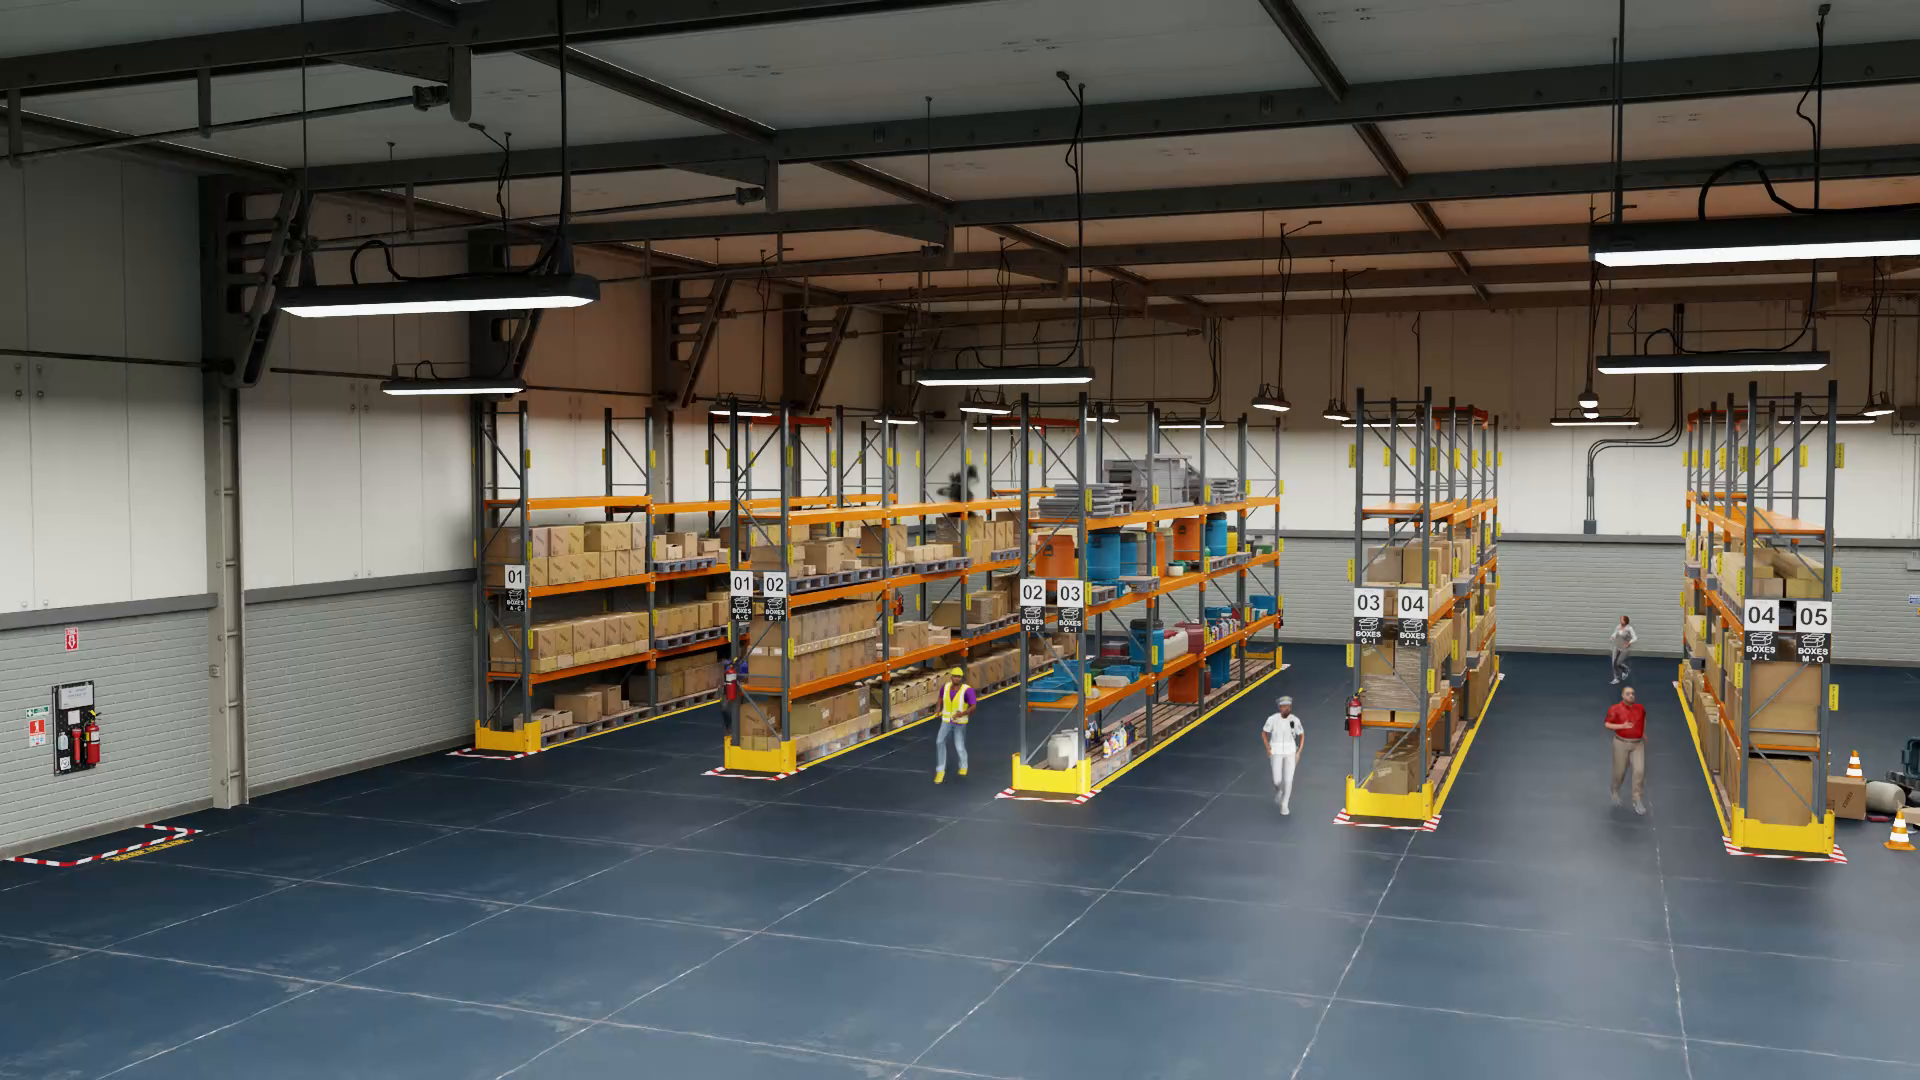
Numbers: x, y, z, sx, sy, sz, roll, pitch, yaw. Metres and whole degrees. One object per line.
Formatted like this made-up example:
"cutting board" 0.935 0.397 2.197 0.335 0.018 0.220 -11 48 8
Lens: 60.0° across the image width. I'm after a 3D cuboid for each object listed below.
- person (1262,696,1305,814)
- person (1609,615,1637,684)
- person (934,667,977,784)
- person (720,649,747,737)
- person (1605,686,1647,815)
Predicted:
"person" 4.586 3.036 23.579 0.606 1.667 0.508 0 3 10
"person" 14.756 2.448 37.017 0.586 1.532 0.568 -2 3 -34
"person" -0.072 2.875 25.898 0.704 1.801 0.770 1 3 19
"person" -4.077 2.715 29.778 0.546 1.622 0.676 0 3 9
"person" 9.521 2.959 23.704 0.652 1.748 0.894 0 3 4
